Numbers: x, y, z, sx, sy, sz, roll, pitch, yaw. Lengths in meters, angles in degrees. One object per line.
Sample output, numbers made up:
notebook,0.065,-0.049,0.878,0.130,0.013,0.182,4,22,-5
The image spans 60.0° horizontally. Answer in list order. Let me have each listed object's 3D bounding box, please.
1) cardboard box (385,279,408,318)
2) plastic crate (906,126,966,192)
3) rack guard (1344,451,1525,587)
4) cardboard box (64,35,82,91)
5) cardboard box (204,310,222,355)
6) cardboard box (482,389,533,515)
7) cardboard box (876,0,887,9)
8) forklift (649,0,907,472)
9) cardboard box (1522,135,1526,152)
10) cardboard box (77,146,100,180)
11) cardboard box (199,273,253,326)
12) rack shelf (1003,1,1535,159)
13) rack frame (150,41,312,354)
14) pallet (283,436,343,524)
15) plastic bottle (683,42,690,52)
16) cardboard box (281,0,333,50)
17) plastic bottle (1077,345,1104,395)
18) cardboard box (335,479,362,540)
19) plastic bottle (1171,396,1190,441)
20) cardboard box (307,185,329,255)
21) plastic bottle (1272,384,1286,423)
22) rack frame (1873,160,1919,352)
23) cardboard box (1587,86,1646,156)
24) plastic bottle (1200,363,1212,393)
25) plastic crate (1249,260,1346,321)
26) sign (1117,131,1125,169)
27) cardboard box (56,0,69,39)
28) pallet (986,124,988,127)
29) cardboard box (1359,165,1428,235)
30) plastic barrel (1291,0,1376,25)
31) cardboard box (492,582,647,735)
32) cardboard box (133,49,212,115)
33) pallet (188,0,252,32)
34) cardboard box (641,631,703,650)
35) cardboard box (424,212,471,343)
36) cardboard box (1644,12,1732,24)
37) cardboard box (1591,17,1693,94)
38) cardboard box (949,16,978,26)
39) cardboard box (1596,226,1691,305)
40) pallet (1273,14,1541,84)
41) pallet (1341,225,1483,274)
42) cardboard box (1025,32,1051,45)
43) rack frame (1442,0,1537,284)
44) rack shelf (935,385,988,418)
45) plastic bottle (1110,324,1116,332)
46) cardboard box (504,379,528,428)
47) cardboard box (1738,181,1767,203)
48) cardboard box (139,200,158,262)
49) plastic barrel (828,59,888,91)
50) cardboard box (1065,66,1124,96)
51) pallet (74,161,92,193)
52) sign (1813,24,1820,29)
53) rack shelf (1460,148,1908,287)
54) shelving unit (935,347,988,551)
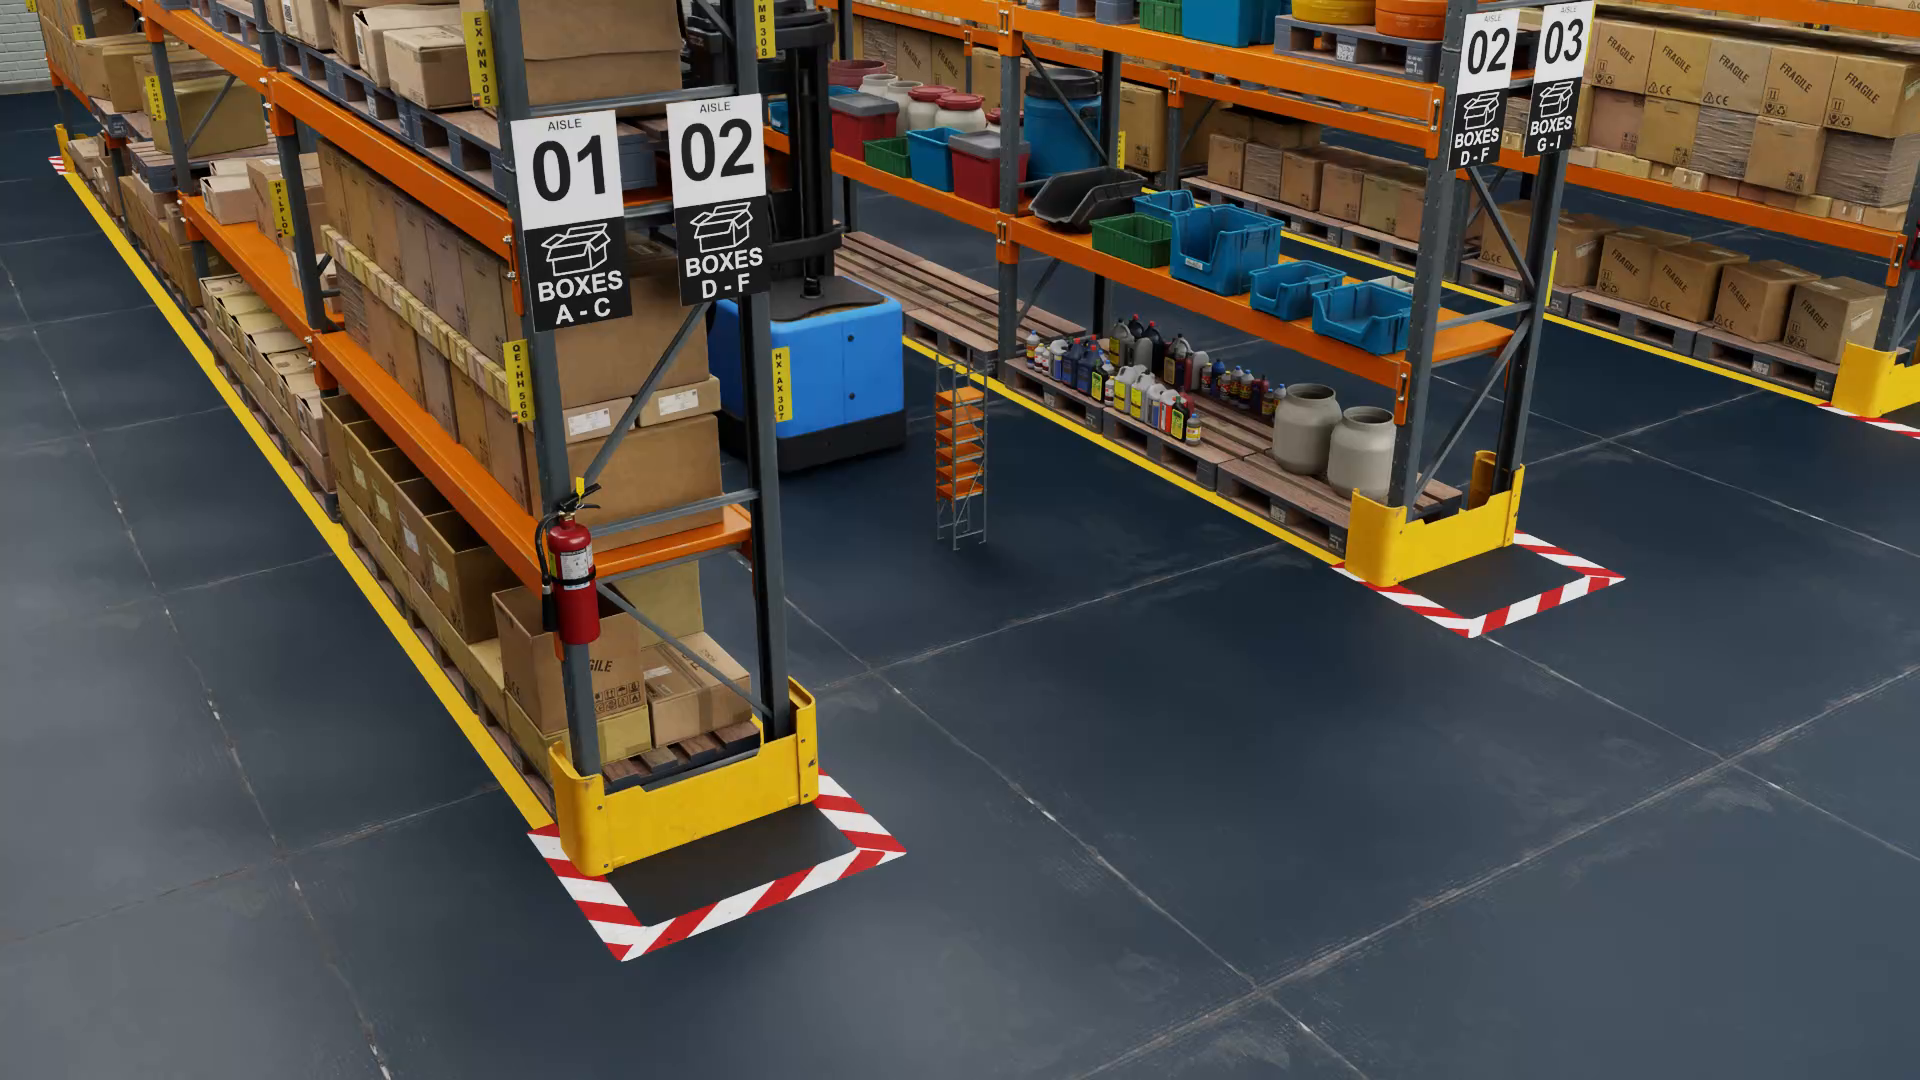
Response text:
cardboard box,-2.720,-1.267,8.543,0.380,0.149,0.250,-17,30,-31
plastic crate,-0.122,-2.997,13.104,0.392,0.384,0.575,-16,29,-30
rack guard,2.844,-0.138,9.956,1.175,0.500,0.348,-16,29,-30
cardboard box,-8.831,-4.922,17.046,0.500,0.500,0.500,-15,29,-28
cardboard box,-5.555,-1.651,12.962,0.500,0.250,0.500,-16,29,-30
cardboard box,-1.762,-0.501,7.680,0.700,0.500,0.500,-15,29,-28
cardboard box,-0.902,-7.262,22.413,0.380,0.149,0.250,-16,30,-31
forklift,-1.613,-2.353,11.801,1.130,2.935,3.031,-16,30,-30
cardboard box,5.042,-3.401,14.234,0.380,0.149,0.250,-16,29,-30
cardboard box,-9.357,-4.159,18.252,0.500,0.250,0.500,-16,29,-30
cardboard box,-5.555,-1.904,12.843,0.500,0.311,0.500,-14,29,-28
rack shelf,1.833,-2.998,10.416,1.077,0.370,4.000,-16,29,-30
rack frame,-5.595,-2.960,13.007,1.000,3.000,0.127,-16,29,-30
pallet,-3.846,-0.523,11.110,1.003,0.211,1.213,-16,29,-30
plastic bottle,-2.870,-5.169,17.744,0.144,0.351,0.185,-16,29,-30
cardboard box,-3.062,-2.664,8.314,0.500,0.311,0.500,-17,30,-32
plastic bottle,0.937,-1.231,11.931,0.144,0.351,0.185,-17,30,-32
cardboard box,-3.412,-0.239,9.972,0.500,0.250,0.500,-16,29,-30
plastic bottle,1.476,-0.815,11.129,0.061,0.283,0.133,-15,29,-28
cardboard box,-4.104,-2.042,10.944,0.500,0.500,0.500,-13,28,-26
plastic bottle,2.196,-0.938,11.404,0.097,0.271,0.097,0,25,0
rack frame,7.075,-2.406,11.833,1.000,3.000,0.127,-16,29,-30
cardboard box,5.686,-3.499,13.682,0.875,0.500,0.500,-16,29,-30
plastic bottle,1.788,-1.174,11.985,0.097,0.201,0.097,0,25,0
plastic crate,2.051,-1.527,10.146,0.499,0.251,0.408,-16,29,-30
sign,1.208,-2.932,12.623,0.100,0.325,0.005,-16,29,-30
cardboard box,-8.828,-5.372,16.827,0.500,0.500,0.500,-15,29,-29
pallet,1.008,-5.179,20.973,1.003,0.211,1.213,-16,29,-30
cardboard box,4.329,-3.305,16.150,0.700,0.500,0.500,-16,29,-30
plastic barrel,2.196,-3.261,9.419,0.600,0.588,0.600,0,25,0
cardboard box,-1.769,0.493,7.542,0.500,0.500,0.500,-16,29,-30
cardboard box,-6.762,-4.008,14.618,0.500,0.500,0.700,21,33,37
pallet,-4.536,-3.610,11.091,1.003,0.211,1.213,-14,29,-27
cardboard box,-1.610,0.533,8.336,0.500,0.250,0.500,-16,29,-30
cardboard box,-2.068,-1.286,7.825,0.700,0.500,0.500,-15,29,-29
cardboard box,5.914,-4.014,13.603,0.500,0.500,0.500,-16,29,-30
cardboard box,5.470,-3.891,13.342,0.500,0.500,0.500,-16,29,-30
cardboard box,0.083,-6.617,21.048,0.380,0.149,0.250,-15,29,-29
cardboard box,5.800,-2.337,14.123,0.500,0.500,0.500,-19,31,-34
pallet,2.555,-2.842,9.463,1.003,0.211,1.213,-16,29,-30
pallet,4.465,-2.854,16.048,1.003,0.211,1.213,-16,29,-30
cardboard box,1.114,-6.162,19.672,0.500,0.500,0.500,-16,30,-31
rack frame,4.891,-3.837,14.864,1.000,3.000,0.127,-16,29,-30
rack shelf,0.008,-0.823,9.848,0.258,0.103,0.180,-16,29,-30
plastic bottle,1.200,-1.559,12.801,0.097,0.201,0.097,0,25,0
cardboard box,-1.740,-0.623,7.179,0.380,0.149,0.250,-15,29,-28
cardboard box,6.205,-2.705,12.761,0.380,0.149,0.250,-16,29,-30
cardboard box,-7.151,-2.861,15.209,0.500,0.500,0.500,-15,29,-29
plastic barrel,-0.935,-4.079,15.218,0.600,0.536,0.708,-16,29,-30
cardboard box,1.868,-5.069,19.471,1.225,0.875,0.875,-15,29,-29
pallet,-9.484,-4.248,19.002,1.003,0.211,1.213,-16,29,-30
sign,8.653,-5.314,16.730,0.100,0.325,0.005,-16,29,-30
rack shelf,5.983,-2.796,13.502,1.077,0.370,4.000,-16,29,-30
shelving unit,0.008,-0.537,9.983,0.258,1.200,0.189,-16,29,-30
